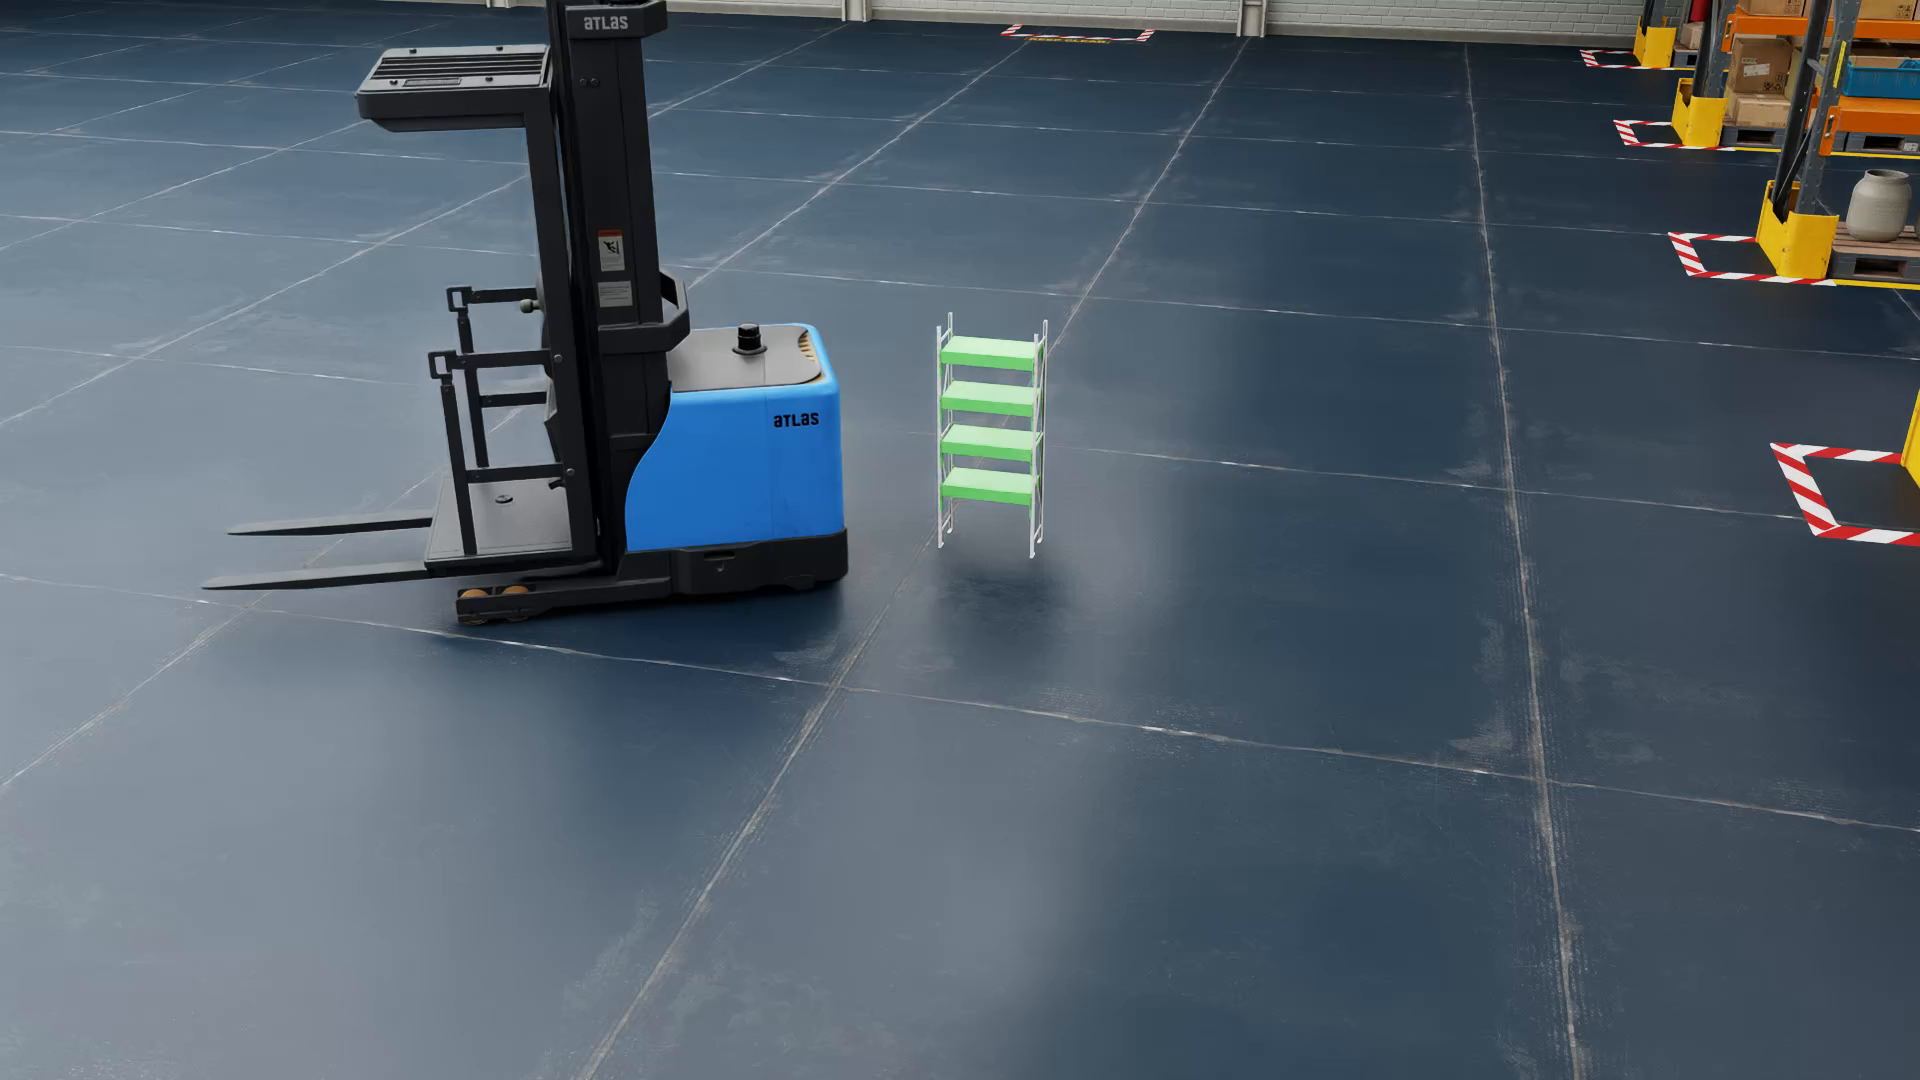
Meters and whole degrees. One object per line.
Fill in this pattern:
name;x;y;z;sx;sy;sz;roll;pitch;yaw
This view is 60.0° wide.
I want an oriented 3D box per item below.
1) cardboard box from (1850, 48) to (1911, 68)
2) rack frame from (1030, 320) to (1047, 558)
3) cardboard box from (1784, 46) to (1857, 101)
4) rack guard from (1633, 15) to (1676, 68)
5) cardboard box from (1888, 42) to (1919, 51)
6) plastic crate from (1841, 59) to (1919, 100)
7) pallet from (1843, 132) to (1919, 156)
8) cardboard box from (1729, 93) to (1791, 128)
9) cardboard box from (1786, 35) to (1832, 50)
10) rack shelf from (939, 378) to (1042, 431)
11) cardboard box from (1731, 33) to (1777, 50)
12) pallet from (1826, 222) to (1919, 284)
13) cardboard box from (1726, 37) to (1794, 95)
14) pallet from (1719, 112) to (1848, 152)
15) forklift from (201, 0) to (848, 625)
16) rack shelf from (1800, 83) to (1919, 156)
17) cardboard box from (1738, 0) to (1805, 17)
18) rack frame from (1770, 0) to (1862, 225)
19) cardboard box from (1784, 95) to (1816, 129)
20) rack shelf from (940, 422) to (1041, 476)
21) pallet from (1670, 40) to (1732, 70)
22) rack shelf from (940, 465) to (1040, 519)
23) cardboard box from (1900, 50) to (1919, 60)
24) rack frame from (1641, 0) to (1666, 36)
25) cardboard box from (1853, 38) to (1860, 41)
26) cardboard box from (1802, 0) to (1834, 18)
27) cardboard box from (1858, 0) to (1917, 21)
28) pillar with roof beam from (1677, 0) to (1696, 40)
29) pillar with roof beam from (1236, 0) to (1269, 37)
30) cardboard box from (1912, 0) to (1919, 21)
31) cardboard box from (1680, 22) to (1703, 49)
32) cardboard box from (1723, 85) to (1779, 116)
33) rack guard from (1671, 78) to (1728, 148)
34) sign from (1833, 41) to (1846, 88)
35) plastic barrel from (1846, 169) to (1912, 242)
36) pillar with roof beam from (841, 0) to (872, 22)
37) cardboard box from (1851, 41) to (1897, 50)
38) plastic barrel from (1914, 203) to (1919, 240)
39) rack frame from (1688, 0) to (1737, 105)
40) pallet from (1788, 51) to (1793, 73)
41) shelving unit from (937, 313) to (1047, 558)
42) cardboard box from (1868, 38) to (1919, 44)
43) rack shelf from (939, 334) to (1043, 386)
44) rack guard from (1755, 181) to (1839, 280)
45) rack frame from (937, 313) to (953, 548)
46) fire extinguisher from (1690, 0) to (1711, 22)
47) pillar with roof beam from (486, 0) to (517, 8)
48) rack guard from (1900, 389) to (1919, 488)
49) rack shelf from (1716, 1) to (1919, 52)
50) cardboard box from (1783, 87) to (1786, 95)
cardboard box;9.356;-4.738;17.050;0.500;0.500;0.500;6;26;13
rack frame;0.397;-0.498;8.400;0.015;1.200;0.240;6;26;13
cardboard box;8.868;-4.786;17.151;0.500;0.500;0.500;6;26;13
rack guard;9.223;-6.628;22.090;0.348;0.500;1.175;6;26;13
cardboard box;9.969;-4.900;17.391;0.500;0.500;0.500;6;26;13
plastic crate;7.241;-3.644;13.088;0.616;0.251;0.499;6;26;13
pallet;9.848;-4.247;17.425;1.213;0.211;1.003;6;26;13
cardboard box;8.383;-4.500;17.423;0.500;0.250;0.500;6;26;13
cardboard box;11.047;-6.563;21.442;0.500;0.500;0.700;5;26;10
rack shelf;0.160;-0.683;8.379;0.480;0.148;0.258;6;26;13
cardboard box;10.349;-6.577;21.691;0.500;0.311;0.500;9;27;17
pallet;7.553;-2.304;13.343;1.213;0.211;1.003;6;26;13
cardboard box;8.513;-5.055;17.717;0.500;0.500;0.500;6;26;13
pallet;8.670;-4.379;17.702;1.213;0.211;1.003;6;26;13
forklift;-2.124;-1.166;7.789;3.031;2.935;1.130;-5;26;-10
rack shelf;8.619;-3.101;12.612;4.000;0.370;1.077;6;26;13
cardboard box;8.368;-5.692;17.100;0.500;0.500;0.700;6;26;13
rack frame;6.682;-3.640;12.907;0.127;3.000;1.000;6;26;13
cardboard box;8.869;-4.448;17.314;0.500;0.250;0.500;6;26;13
rack shelf;0.160;-0.466;8.482;0.480;0.148;0.258;6;26;13
pallet;10.001;-6.396;21.939;1.213;0.211;1.003;6;26;13
rack shelf;0.160;-0.250;8.585;0.480;0.148;0.258;6;26;13
cardboard box;9.835;-4.677;16.922;0.500;0.500;0.500;6;26;13
rack frame;9.150;-7.765;21.570;0.127;3.000;1.000;6;26;13
cardboard box;11.479;-6.428;21.566;0.250;0.149;0.380;4;26;9
cardboard box;8.878;-5.638;16.986;0.500;0.500;0.700;7;26;14
cardboard box;9.358;-5.582;16.869;0.500;0.500;0.700;6;26;13
pillar with roof beam;8.971;-8.966;17.115;0.400;9.000;9.100;6;26;13
pillar with roof beam;3.160;-9.609;18.464;0.400;9.000;9.100;6;26;13
cardboard box;9.868;-5.527;16.754;0.500;0.500;0.700;7;26;15
cardboard box;9.797;-6.638;21.819;0.500;0.311;0.500;3;26;7
cardboard box;8.512;-4.716;17.876;0.500;0.250;0.500;6;26;13
rack guard;7.896;-4.576;17.780;0.348;0.500;1.175;6;26;13
sign;6.541;-3.537;12.367;0.005;0.325;0.100;6;26;13
plastic barrel;7.339;-2.668;13.270;0.421;0.512;0.421;0;25;0
pillar with roof beam;-2.651;-10.251;19.813;0.400;9.000;9.100;6;26;13
cardboard box;9.485;-4.954;17.505;0.500;0.500;0.500;6;26;13
plastic barrel;7.824;-2.614;13.158;0.421;0.512;0.421;0;25;0
rack frame;7.919;-5.702;17.237;0.127;3.000;1.000;6;26;13
pallet;11.179;-6.264;21.663;1.213;0.211;1.003;6;26;13
shelving unit;0.160;-0.524;8.455;0.503;1.200;0.258;6;26;13
cardboard box;12.008;-6.501;21.312;0.500;0.500;0.500;4;26;9
rack shelf;0.160;-0.900;8.276;0.480;0.148;0.258;6;26;13
rack guard;6.767;-2.523;13.468;0.348;0.500;1.175;6;26;13
rack frame;-0.076;-0.550;8.510;0.015;1.200;0.240;6;26;13
fire extinguisher;7.921;-5.873;17.687;0.183;0.674;0.296;6;26;13
pillar with roof beam;-8.462;-10.894;21.163;0.400;9.000;9.100;6;26;13
rack guard;5.522;-0.442;9.096;0.348;0.500;1.175;6;26;13
rack shelf;9.856;-5.163;16.942;4.000;0.370;1.077;6;26;13
cardboard box;9.000;-4.667;17.774;0.500;0.250;0.500;6;26;13
